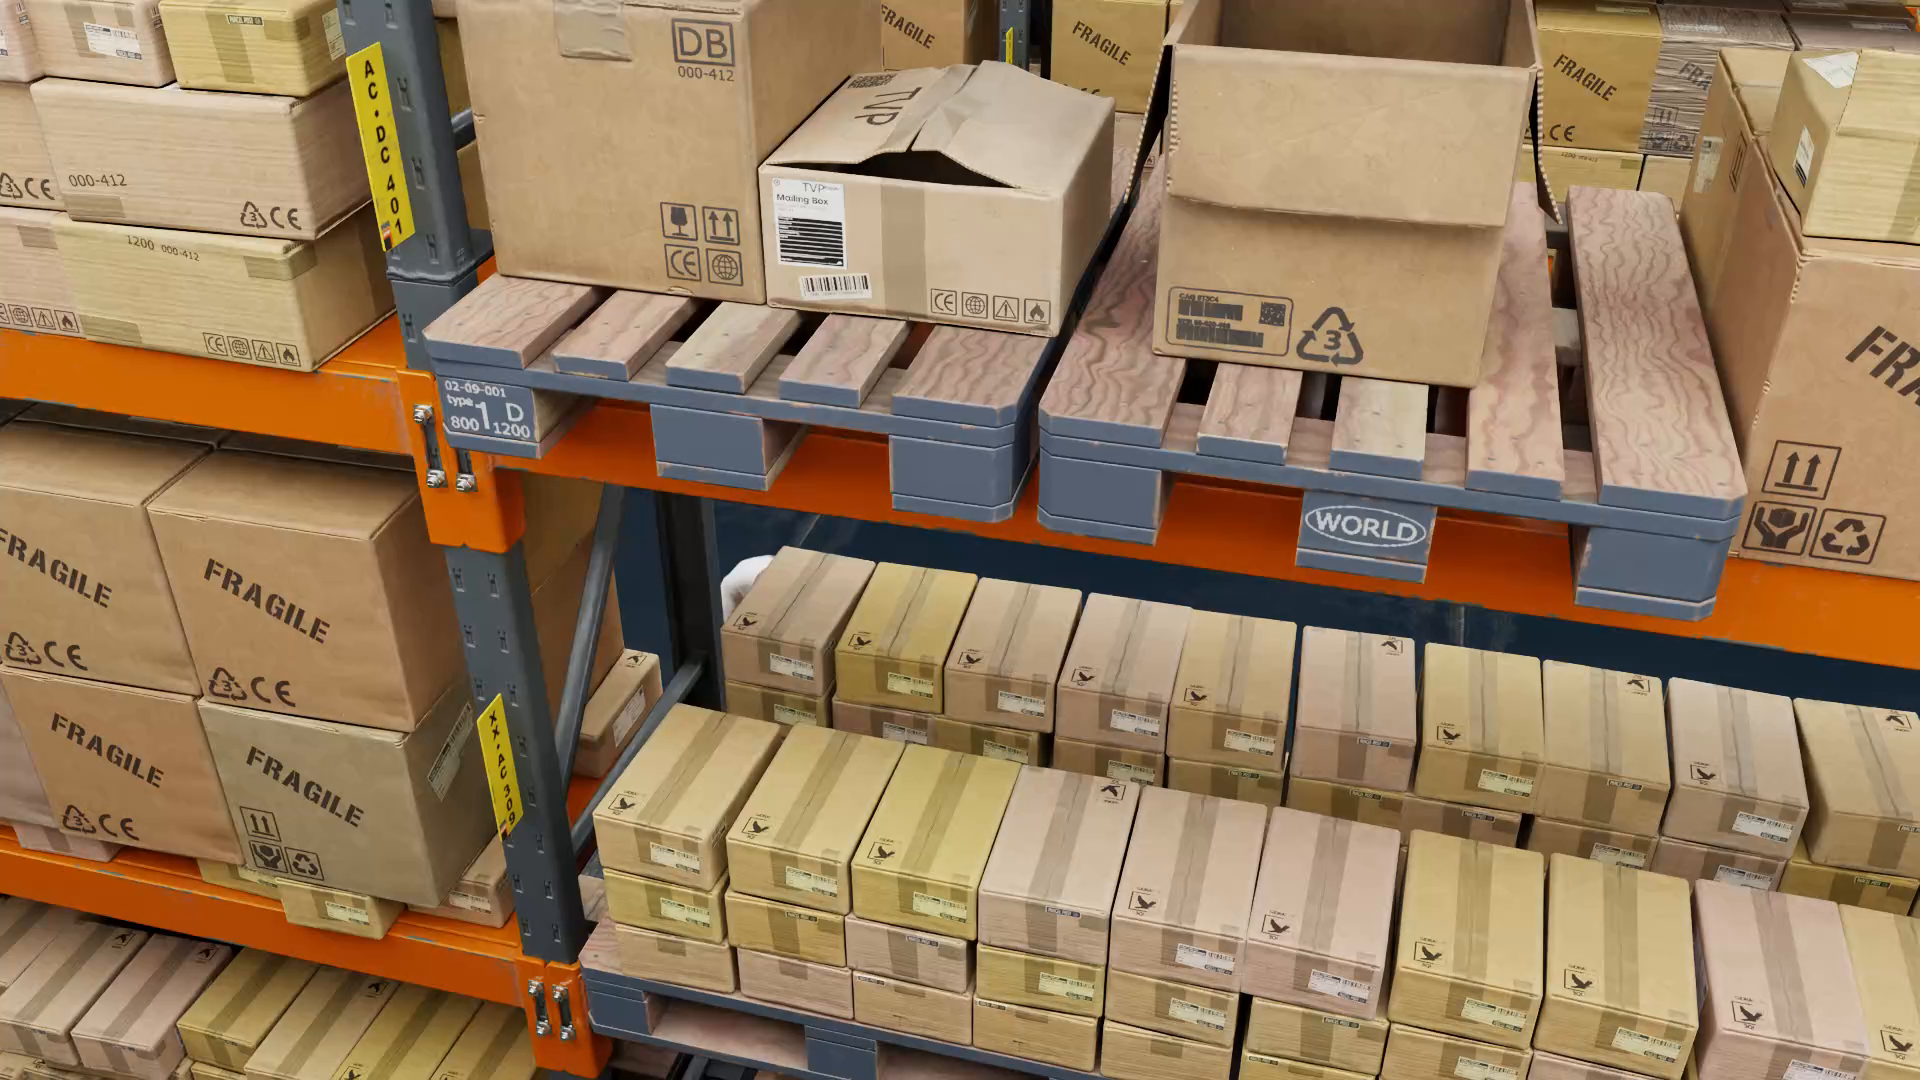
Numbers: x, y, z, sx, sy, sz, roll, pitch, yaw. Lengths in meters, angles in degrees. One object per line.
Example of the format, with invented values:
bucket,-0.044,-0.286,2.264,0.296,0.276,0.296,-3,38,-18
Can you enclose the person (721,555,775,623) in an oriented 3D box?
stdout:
person,-0.644,0.405,6.260,0.589,0.985,0.922,8,33,12
